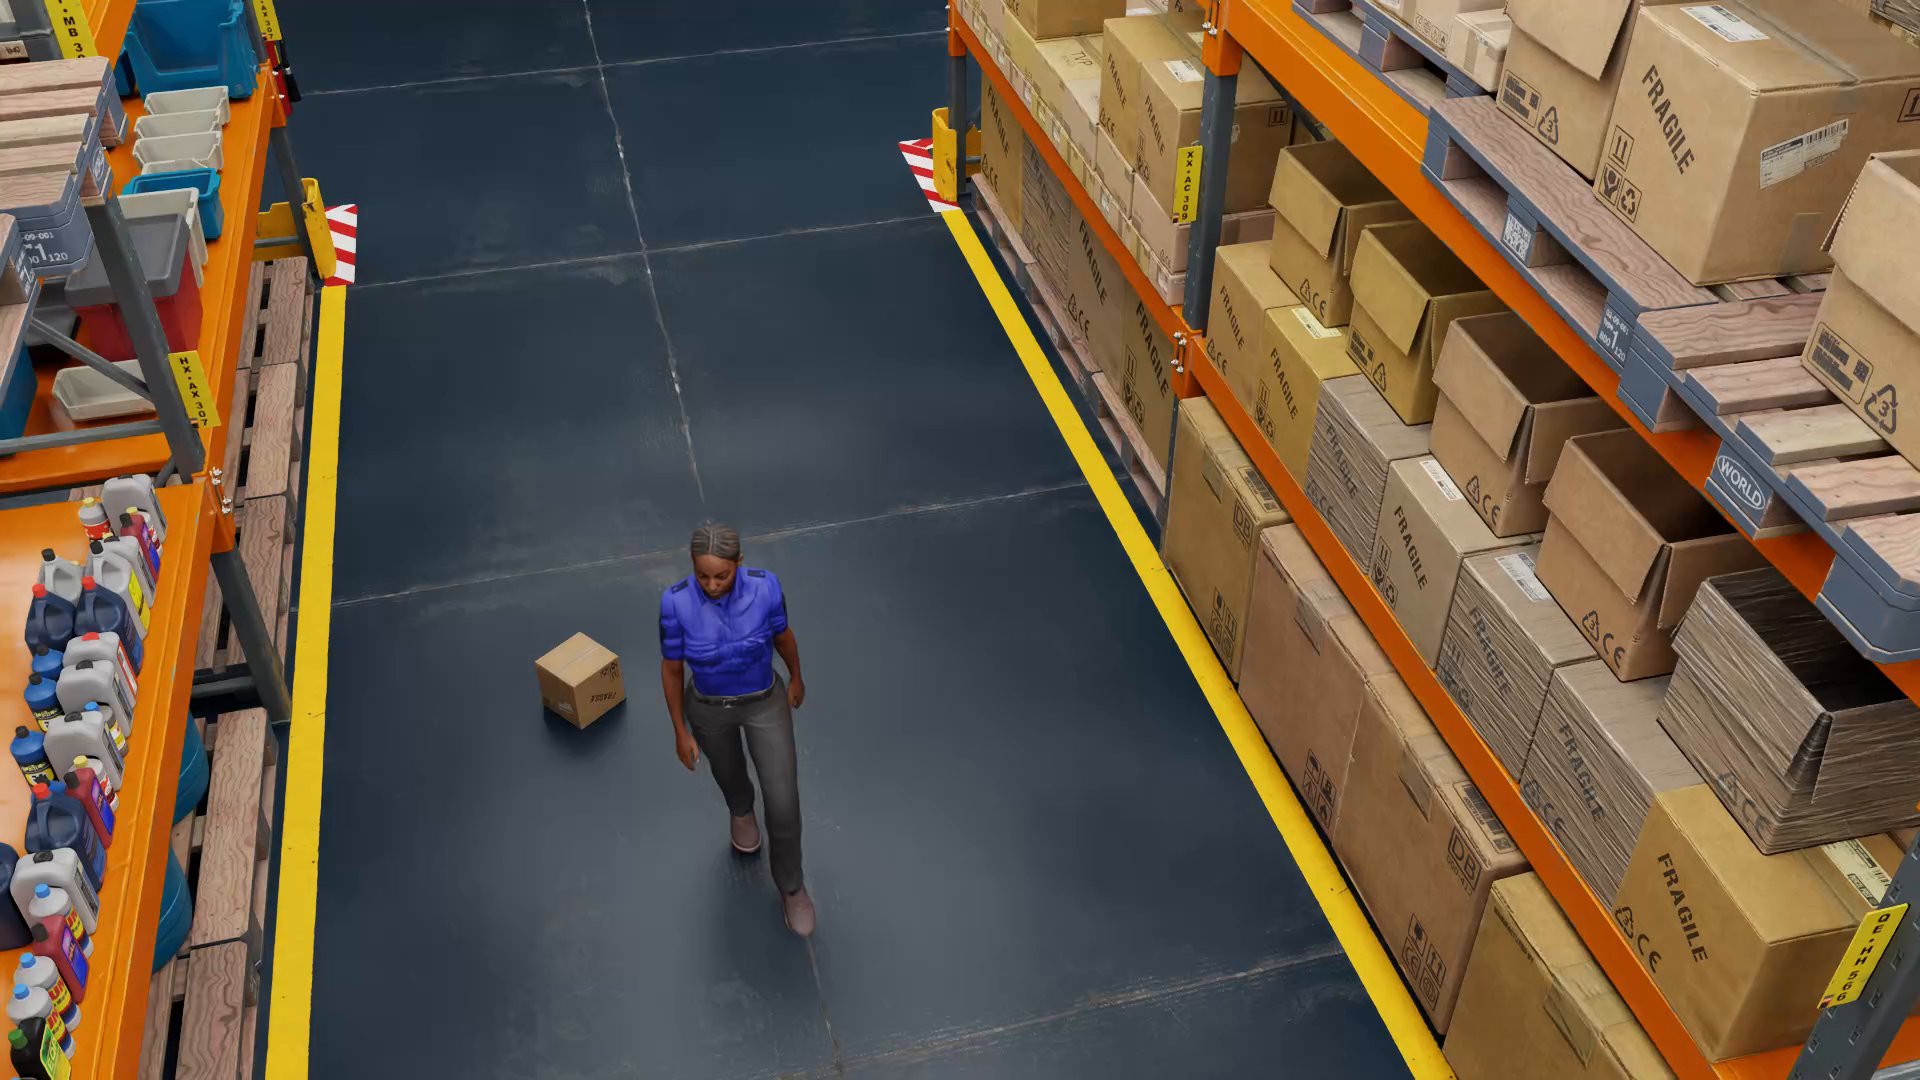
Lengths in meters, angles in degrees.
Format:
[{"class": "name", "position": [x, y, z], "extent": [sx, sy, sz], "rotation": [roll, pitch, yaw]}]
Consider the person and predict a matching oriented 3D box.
[{"class": "person", "position": [-0.791, 0.639, 5.925], "extent": [0.488, 1.693, 0.698], "rotation": [-5, 39, -7]}]
